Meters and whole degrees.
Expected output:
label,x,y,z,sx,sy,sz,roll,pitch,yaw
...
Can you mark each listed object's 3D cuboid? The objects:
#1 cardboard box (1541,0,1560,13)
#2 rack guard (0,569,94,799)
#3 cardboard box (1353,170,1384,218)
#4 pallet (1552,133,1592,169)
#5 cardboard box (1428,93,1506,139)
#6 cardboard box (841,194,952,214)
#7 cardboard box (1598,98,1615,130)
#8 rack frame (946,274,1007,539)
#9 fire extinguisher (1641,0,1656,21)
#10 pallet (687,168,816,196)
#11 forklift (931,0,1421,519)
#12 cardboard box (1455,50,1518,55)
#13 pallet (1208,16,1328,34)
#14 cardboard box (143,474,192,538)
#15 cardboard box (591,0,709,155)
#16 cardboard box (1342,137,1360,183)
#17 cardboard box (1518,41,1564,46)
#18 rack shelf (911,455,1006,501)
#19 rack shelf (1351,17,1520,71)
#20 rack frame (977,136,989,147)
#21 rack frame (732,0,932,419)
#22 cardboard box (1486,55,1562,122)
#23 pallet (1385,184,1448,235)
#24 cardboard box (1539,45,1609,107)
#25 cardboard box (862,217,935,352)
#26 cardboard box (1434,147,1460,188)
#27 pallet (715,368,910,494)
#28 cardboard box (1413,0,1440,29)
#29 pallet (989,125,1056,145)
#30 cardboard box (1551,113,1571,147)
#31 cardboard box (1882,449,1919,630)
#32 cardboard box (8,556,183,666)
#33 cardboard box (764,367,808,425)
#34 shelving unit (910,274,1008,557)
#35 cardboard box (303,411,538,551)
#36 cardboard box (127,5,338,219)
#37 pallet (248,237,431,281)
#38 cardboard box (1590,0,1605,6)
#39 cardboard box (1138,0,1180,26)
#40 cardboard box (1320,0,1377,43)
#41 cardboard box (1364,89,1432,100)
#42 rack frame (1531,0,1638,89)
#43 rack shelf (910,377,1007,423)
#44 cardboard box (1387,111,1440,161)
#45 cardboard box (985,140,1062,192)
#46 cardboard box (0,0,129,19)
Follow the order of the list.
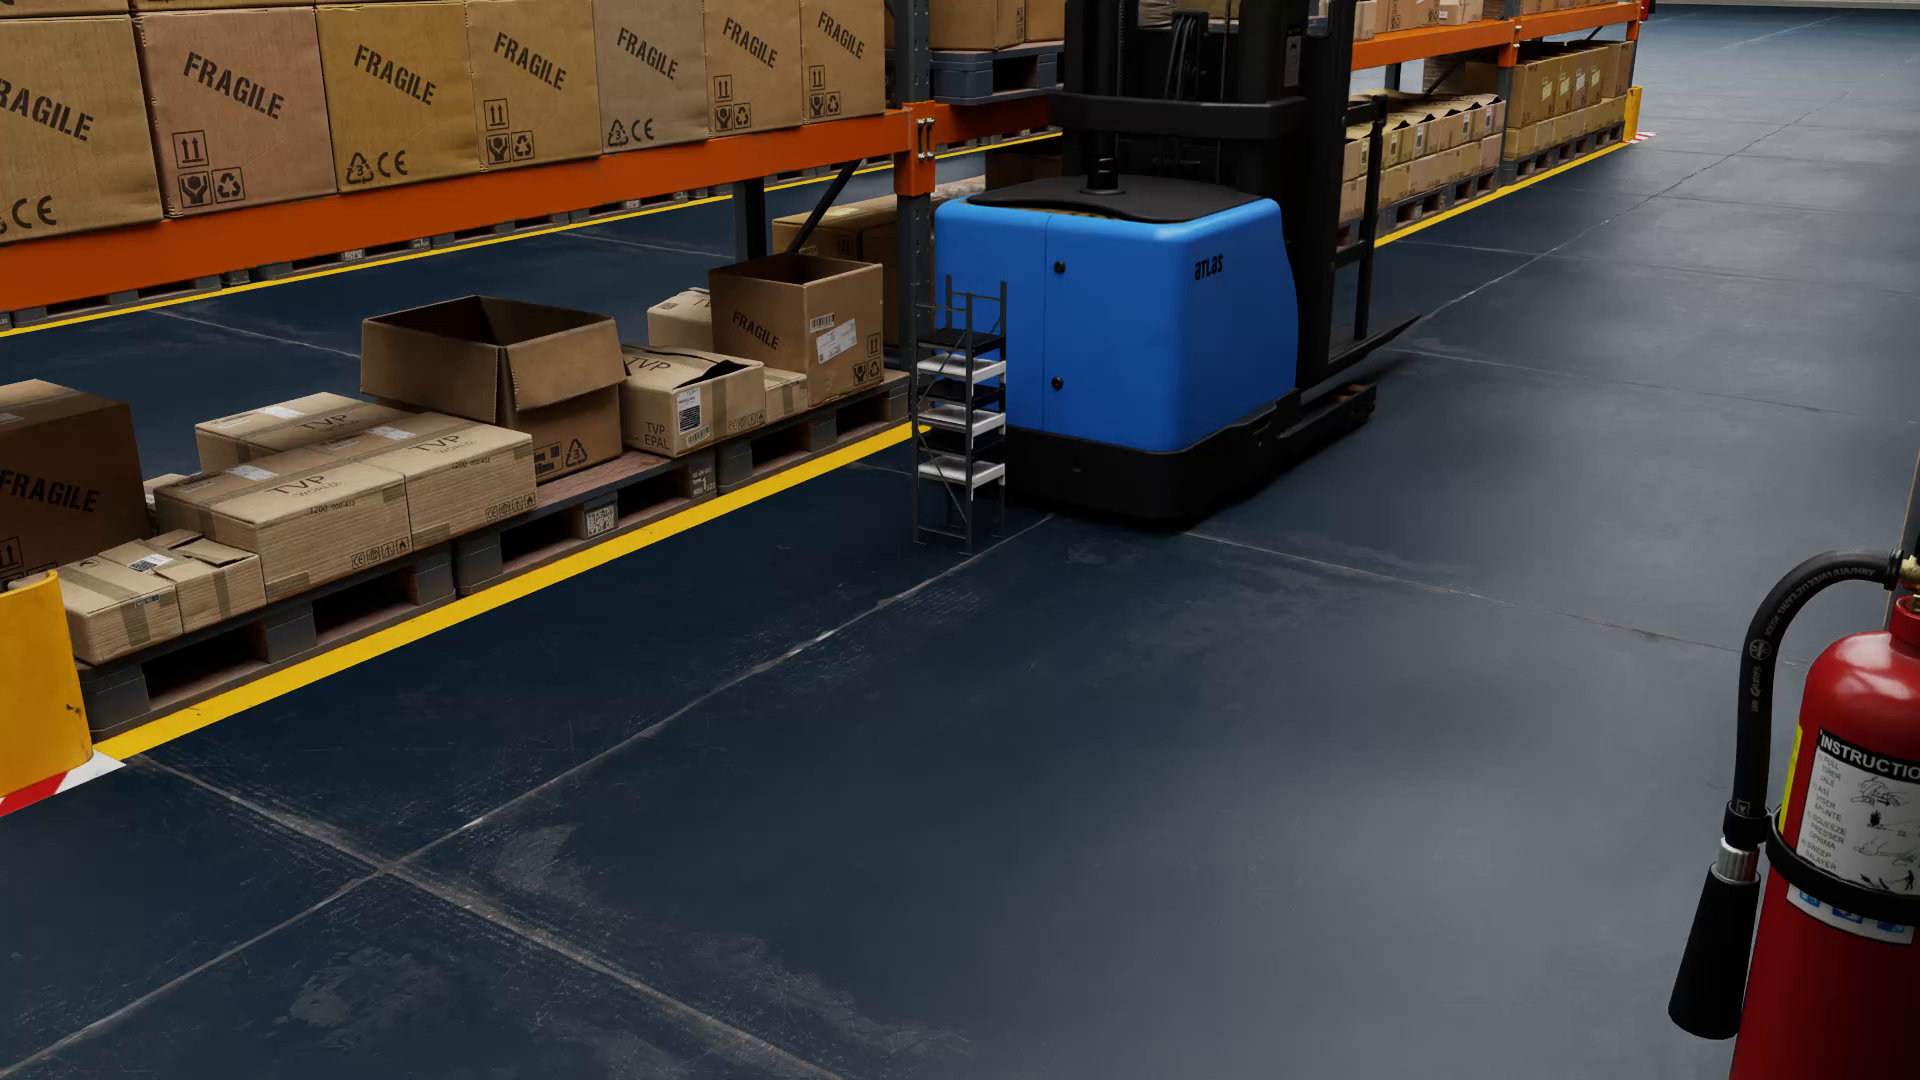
label,x,y,z,sx,sy,sz,roll,pitch,yaw
cardboard box,4.749,-4.809,14.298,0.700,0.500,0.500,14,24,33
rack guard,-2.775,0.256,4.353,1.175,0.500,0.348,13,24,32
cardboard box,2.499,-2.335,11.112,0.500,0.250,0.500,13,24,30
pallet,5.095,-3.602,15.197,1.003,0.211,1.213,13,24,32
cardboard box,3.938,-3.336,13.010,0.500,0.311,0.500,13,24,32
cardboard box,-0.244,-1.414,8.233,0.500,0.500,0.500,13,24,32
cardboard box,5.849,-4.036,15.709,0.500,0.250,0.500,13,24,32
rack frame,0.053,-0.449,5.681,0.240,0.900,0.006,13,24,32
fire extinguisher,6.627,-5.393,16.131,0.296,0.674,0.183,13,24,32
pallet,-1.947,-3.064,13.744,1.003,0.211,1.213,13,24,32
forklift,1.129,-1.901,6.679,1.130,2.935,3.031,13,24,31
cardboard box,4.577,-4.058,14.689,0.500,0.500,0.500,13,24,32
pallet,1.357,-2.892,9.536,1.213,0.211,1.003,13,24,32
cardboard box,-2.413,-0.075,5.094,0.380,0.166,0.250,13,24,32
cardboard box,-1.213,-1.600,5.622,0.500,0.500,0.500,14,24,33
cardboard box,2.217,-2.454,10.624,0.500,0.311,0.500,14,25,34
cardboard box,5.412,-4.490,15.858,0.500,0.500,0.500,13,24,32
rack shelf,-0.005,-0.220,5.677,0.258,0.077,0.200,13,24,32
rack shelf,2.804,-3.427,11.742,1.077,0.370,4.000,13,24,32
rack frame,-0.166,-5.305,15.783,1.000,3.000,0.127,13,24,32
rack frame,-0.569,-2.042,6.963,1.000,3.000,0.127,13,24,32
cardboard box,4.722,-3.814,14.029,0.500,0.500,0.500,13,24,32
pallet,2.861,-2.460,12.110,1.003,0.211,1.213,13,24,32
cardboard box,5.571,-4.243,15.189,0.500,0.500,0.500,13,24,32
cardboard box,-0.095,-1.168,7.567,0.500,0.500,0.500,12,23,29
cardboard box,3.362,-2.778,12.310,0.500,0.250,0.500,14,24,33
pallet,-0.956,-0.538,6.915,1.003,0.211,1.213,13,24,32
cardboard box,3.187,-4.016,12.155,0.500,0.500,0.500,15,25,36
pallet,0.246,-4.182,16.766,1.003,0.211,1.213,13,24,32
cardboard box,5.010,-3.604,14.543,0.500,0.250,0.500,13,24,32
cardboard box,1.560,-0.219,1.600,0.980,0.700,0.700,15,25,34
cardboard box,-2.298,0.183,4.422,0.380,0.149,0.250,13,24,32
cardboard box,-0.816,-0.574,6.467,0.380,0.149,0.250,13,24,32
shelving unit,-0.005,-0.420,5.603,0.258,0.900,0.210,13,24,32
cardboard box,-1.715,-0.199,5.309,0.500,0.250,0.500,13,24,32
cardboard box,-2.064,-1.167,4.451,0.500,0.500,0.500,13,24,31
pallet,-4.195,-1.915,10.638,1.003,0.211,1.213,13,24,32
cardboard box,5.613,-5.249,15.489,0.700,0.500,0.500,14,24,33
cardboard box,0.747,-3.006,8.819,0.500,0.500,0.700,-19,28,-41
cardboard box,2.343,-3.367,10.673,0.500,0.311,0.500,13,24,31
cardboard box,3.490,-3.438,13.286,0.500,0.311,0.500,13,24,32
rack frame,6.177,-5.486,16.271,1.000,3.000,0.127,13,24,32
rack shelf,-0.005,-0.473,5.583,0.258,0.077,0.200,13,24,32
cardboard box,3.082,-2.899,11.829,0.500,0.311,0.500,13,24,31
cardboard box,0.467,-1.806,8.213,0.500,0.250,0.500,13,24,32
cardboard box,-2.350,-1.487,3.875,0.500,0.500,0.500,14,25,33
